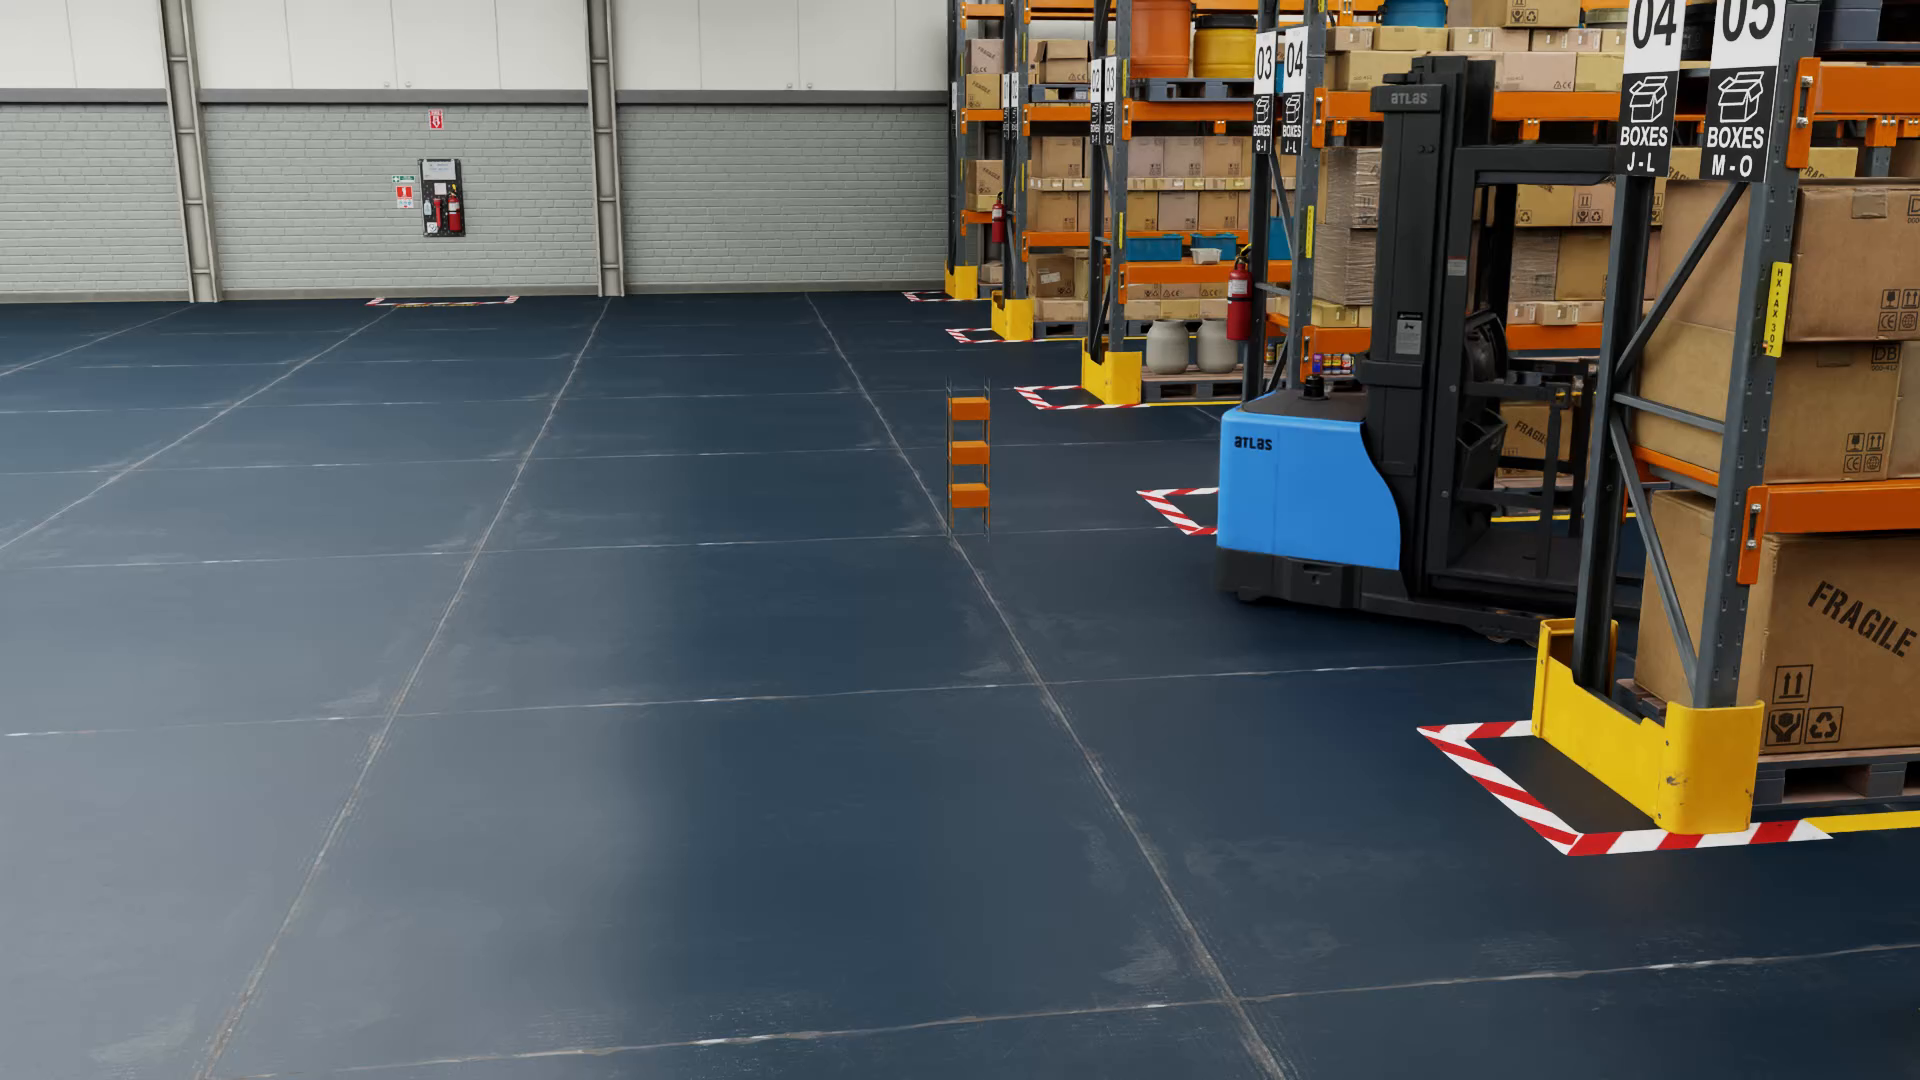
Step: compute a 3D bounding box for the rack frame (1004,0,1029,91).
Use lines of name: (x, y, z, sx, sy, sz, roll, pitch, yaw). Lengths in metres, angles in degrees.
rack frame: (0.683, -6.975, 20.036, 0.127, 3.000, 1.000, -2, 14, -8)

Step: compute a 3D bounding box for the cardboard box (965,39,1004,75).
cardboard box: (0.358, -7.211, 24.839, 0.500, 0.500, 0.500, -3, 14, -12)

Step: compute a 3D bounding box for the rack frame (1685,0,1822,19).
rack frame: (2.794, -3.396, 5.762, 0.127, 3.000, 1.000, -2, 14, -8)

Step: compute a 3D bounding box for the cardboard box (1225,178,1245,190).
cardboard box: (3.395, -4.476, 20.863, 0.250, 0.149, 0.380, -2, 14, -9)

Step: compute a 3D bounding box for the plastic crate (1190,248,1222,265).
plastic crate: (2.350, -2.701, 15.867, 0.250, 0.136, 0.298, -2, 14, -8)

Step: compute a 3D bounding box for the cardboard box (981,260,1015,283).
cardboard box: (0.639, -4.170, 25.804, 0.500, 0.311, 0.500, -4, 15, -15)

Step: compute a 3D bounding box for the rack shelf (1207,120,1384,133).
rack shelf: (5.874, -6.580, 26.107, 4.000, 0.370, 1.077, -2, 14, -8)

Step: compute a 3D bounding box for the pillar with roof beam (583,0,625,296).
pillar with roof beam: (-4.787, -7.147, 20.722, 0.400, 9.000, 9.100, -2, 14, -8)

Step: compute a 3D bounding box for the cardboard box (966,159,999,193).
cardboard box: (0.376, -5.626, 25.714, 0.500, 0.500, 0.500, -2, 14, -9)

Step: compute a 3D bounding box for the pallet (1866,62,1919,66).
pallet: (6.737, -3.188, 11.487, 1.003, 0.211, 1.213, -2, 14, -8)

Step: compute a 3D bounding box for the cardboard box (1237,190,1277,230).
cardboard box: (3.680, -4.221, 21.179, 0.500, 0.500, 0.700, -2, 14, -9)

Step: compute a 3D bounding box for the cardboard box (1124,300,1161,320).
cardboard box: (2.235, -2.938, 21.061, 0.500, 0.250, 0.500, -2, 14, -8)

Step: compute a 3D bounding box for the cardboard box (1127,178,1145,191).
cardboard box: (2.124, -4.429, 20.676, 0.250, 0.149, 0.380, -3, 14, -10)

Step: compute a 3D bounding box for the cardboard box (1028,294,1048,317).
cardboard box: (1.169, -3.026, 21.411, 0.500, 0.250, 0.500, -2, 14, -8)

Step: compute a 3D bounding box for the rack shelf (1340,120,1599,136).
rack shelf: (6.616, -5.389, 21.356, 4.000, 0.370, 1.077, -2, 14, -8)

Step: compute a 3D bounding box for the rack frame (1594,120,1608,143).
rack frame: (8.594, -4.355, 21.922, 0.127, 3.000, 1.000, -2, 14, -8)

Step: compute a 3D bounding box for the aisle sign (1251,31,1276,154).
aisle sign: (2.049, -3.013, 11.227, 0.004, 0.787, 0.394, -2, 14, -8)

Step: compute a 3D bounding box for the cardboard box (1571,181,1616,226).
cardboard box: (4.223, -2.369, 11.129, 0.500, 0.500, 0.500, -2, 14, -8)

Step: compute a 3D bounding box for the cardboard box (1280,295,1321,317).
cardboard box: (2.406, -1.621, 11.534, 0.250, 0.149, 0.380, -2, 14, -8)

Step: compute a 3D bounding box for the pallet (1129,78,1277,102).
pallet: (2.250, -4.244, 15.699, 1.213, 0.211, 1.003, -2, 14, -8)

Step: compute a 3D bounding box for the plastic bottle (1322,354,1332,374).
plastic bottle: (3.595, -1.767, 16.306, 0.097, 0.271, 0.097, 0, 14, 0)

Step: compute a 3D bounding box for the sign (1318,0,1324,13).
sign: (2.236, -3.431, 10.273, 0.005, 0.325, 0.100, -2, 14, -8)

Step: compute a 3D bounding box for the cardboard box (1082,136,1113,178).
cardboard box: (1.718, -4.779, 20.740, 0.500, 0.500, 0.700, -2, 14, -10)

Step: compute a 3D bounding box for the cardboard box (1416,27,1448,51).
cardboard box: (2.964, -3.237, 10.786, 0.250, 0.149, 0.380, -2, 14, -9)

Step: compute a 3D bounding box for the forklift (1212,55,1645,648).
forklift: (2.967, -1.015, 8.743, 3.031, 2.935, 1.130, 8, 16, 28)

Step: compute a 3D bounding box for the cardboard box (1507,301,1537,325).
cardboard box: (3.707, -1.560, 11.294, 0.250, 0.149, 0.380, -2, 14, -8)

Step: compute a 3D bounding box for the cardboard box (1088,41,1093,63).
cardboard box: (1.856, -7.385, 25.534, 0.500, 0.500, 0.500, -2, 14, -8)

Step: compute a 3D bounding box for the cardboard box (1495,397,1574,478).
cardboard box: (3.983, -0.740, 11.783, 0.500, 0.500, 0.500, -1, 14, -3)

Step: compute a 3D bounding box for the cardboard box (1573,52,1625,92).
cardboard box: (4.183, -3.077, 10.968, 0.500, 0.250, 0.500, -2, 14, -7)

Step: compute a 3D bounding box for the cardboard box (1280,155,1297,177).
cardboard box: (4.200, -4.871, 21.104, 0.500, 0.500, 0.700, -2, 14, -8)

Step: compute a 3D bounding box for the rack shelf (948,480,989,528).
rack shelf: (0.053, -0.231, 10.672, 0.240, 0.259, 0.215, -2, 14, -8)

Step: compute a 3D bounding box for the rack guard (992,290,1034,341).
rack guard: (0.659, -2.852, 21.067, 0.348, 0.500, 1.175, -2, 14, -8)

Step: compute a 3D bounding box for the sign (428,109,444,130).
sign: (-7.901, -6.341, 25.073, 0.199, 0.298, 0.001, -2, 14, -8)

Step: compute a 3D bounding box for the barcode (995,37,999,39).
barcode: (0.569, -7.682, 25.527, 0.075, 0.075, 0.001, -2, 14, -8)

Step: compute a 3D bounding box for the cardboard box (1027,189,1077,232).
cardboard box: (1.146, -4.128, 20.809, 0.500, 0.500, 0.700, -2, 14, -8)

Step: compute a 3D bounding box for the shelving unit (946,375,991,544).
shelving unit: (0.053, -0.511, 10.602, 0.252, 1.050, 0.215, -2, 14, -8)

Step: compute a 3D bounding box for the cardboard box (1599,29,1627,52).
cardboard box: (4.250, -3.284, 10.973, 0.250, 0.149, 0.380, -3, 14, -10)

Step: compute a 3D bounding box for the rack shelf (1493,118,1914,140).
rack shelf: (7.350, -4.197, 16.604, 4.000, 0.370, 1.077, -2, 14, -8)

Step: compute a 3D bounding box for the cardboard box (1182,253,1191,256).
cardboard box: (3.144, -3.466, 21.625, 0.500, 0.500, 0.500, -2, 14, -8)

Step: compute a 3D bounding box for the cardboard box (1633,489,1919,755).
cardboard box: (3.455, 0.301, 6.861, 0.875, 0.875, 0.875, -2, 14, -8)

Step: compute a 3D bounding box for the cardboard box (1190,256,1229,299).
cardboard box: (3.222, -3.340, 21.123, 0.500, 0.500, 0.500, -2, 14, -8)

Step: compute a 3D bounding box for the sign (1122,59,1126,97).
sign: (1.495, -4.201, 15.120, 0.005, 0.325, 0.100, -2, 14, -8)

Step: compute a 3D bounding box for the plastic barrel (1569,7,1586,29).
plastic barrel: (5.843, -4.788, 16.449, 0.708, 0.901, 0.600, -2, 14, -8)

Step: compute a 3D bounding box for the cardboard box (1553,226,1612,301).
cardboard box: (4.177, -1.959, 11.548, 0.500, 0.500, 0.875, -2, 14, -8)

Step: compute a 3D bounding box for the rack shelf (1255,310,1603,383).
rack shelf: (4.133, -1.406, 11.641, 4.000, 0.370, 1.077, -2, 14, -8)

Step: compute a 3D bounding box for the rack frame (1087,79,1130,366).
rack frame: (1.417, -2.874, 16.015, 0.127, 3.000, 1.000, -2, 14, -8)

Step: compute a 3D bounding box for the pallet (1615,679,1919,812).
pallet: (3.573, 0.819, 7.022, 1.213, 0.211, 1.003, -2, 14, -8)

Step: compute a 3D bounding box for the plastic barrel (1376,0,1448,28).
plastic barrel: (4.372, -4.910, 16.075, 0.708, 0.901, 0.600, -2, 14, -8)
